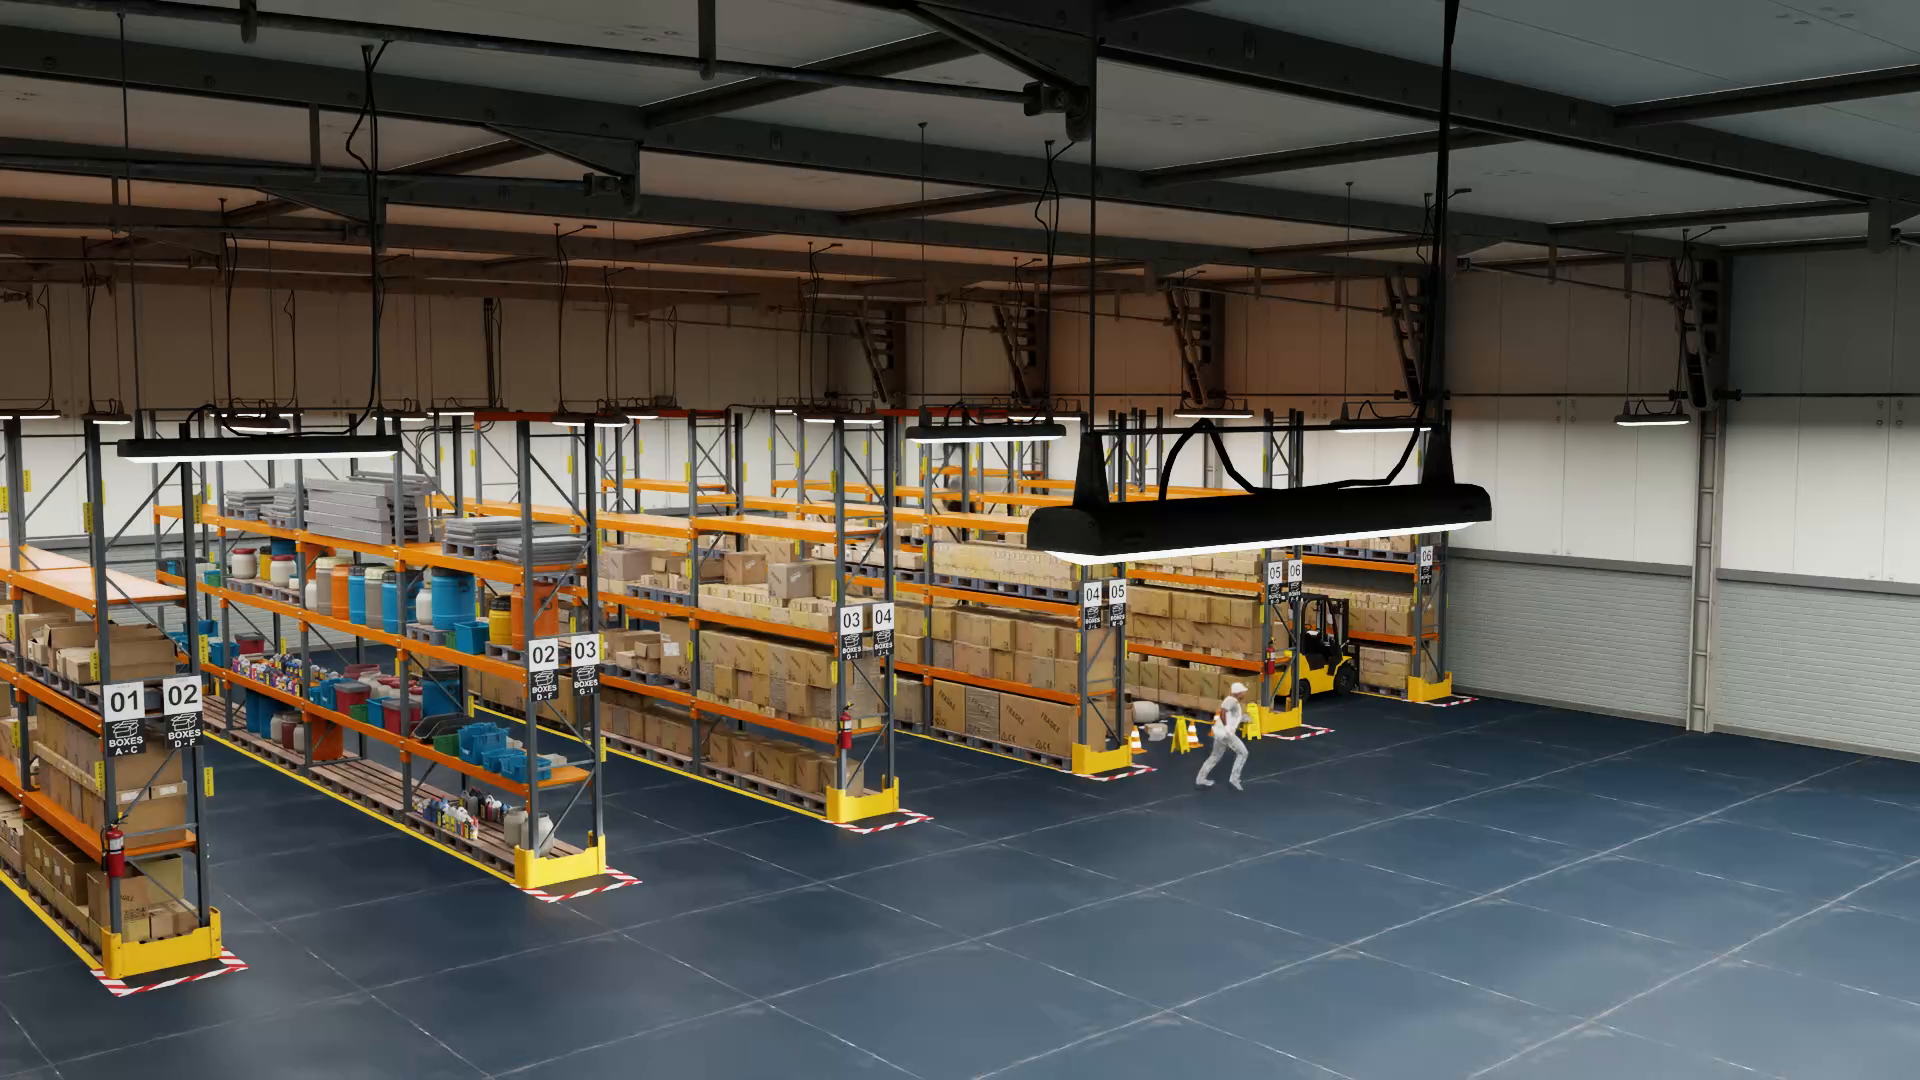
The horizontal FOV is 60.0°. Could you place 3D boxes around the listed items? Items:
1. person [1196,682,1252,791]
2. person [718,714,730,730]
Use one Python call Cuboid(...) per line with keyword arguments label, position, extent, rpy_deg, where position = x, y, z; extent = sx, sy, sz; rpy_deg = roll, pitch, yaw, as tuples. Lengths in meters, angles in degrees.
Cuboid(label="person", position=(4.247, 3.150, 26.596), extent=(0.914, 1.756, 0.718), rpy_deg=(0, 5, -2))
Cuboid(label="person", position=(-4.734, 2.666, 31.523), extent=(0.915, 1.816, 0.641), rpy_deg=(5, 7, 42))
